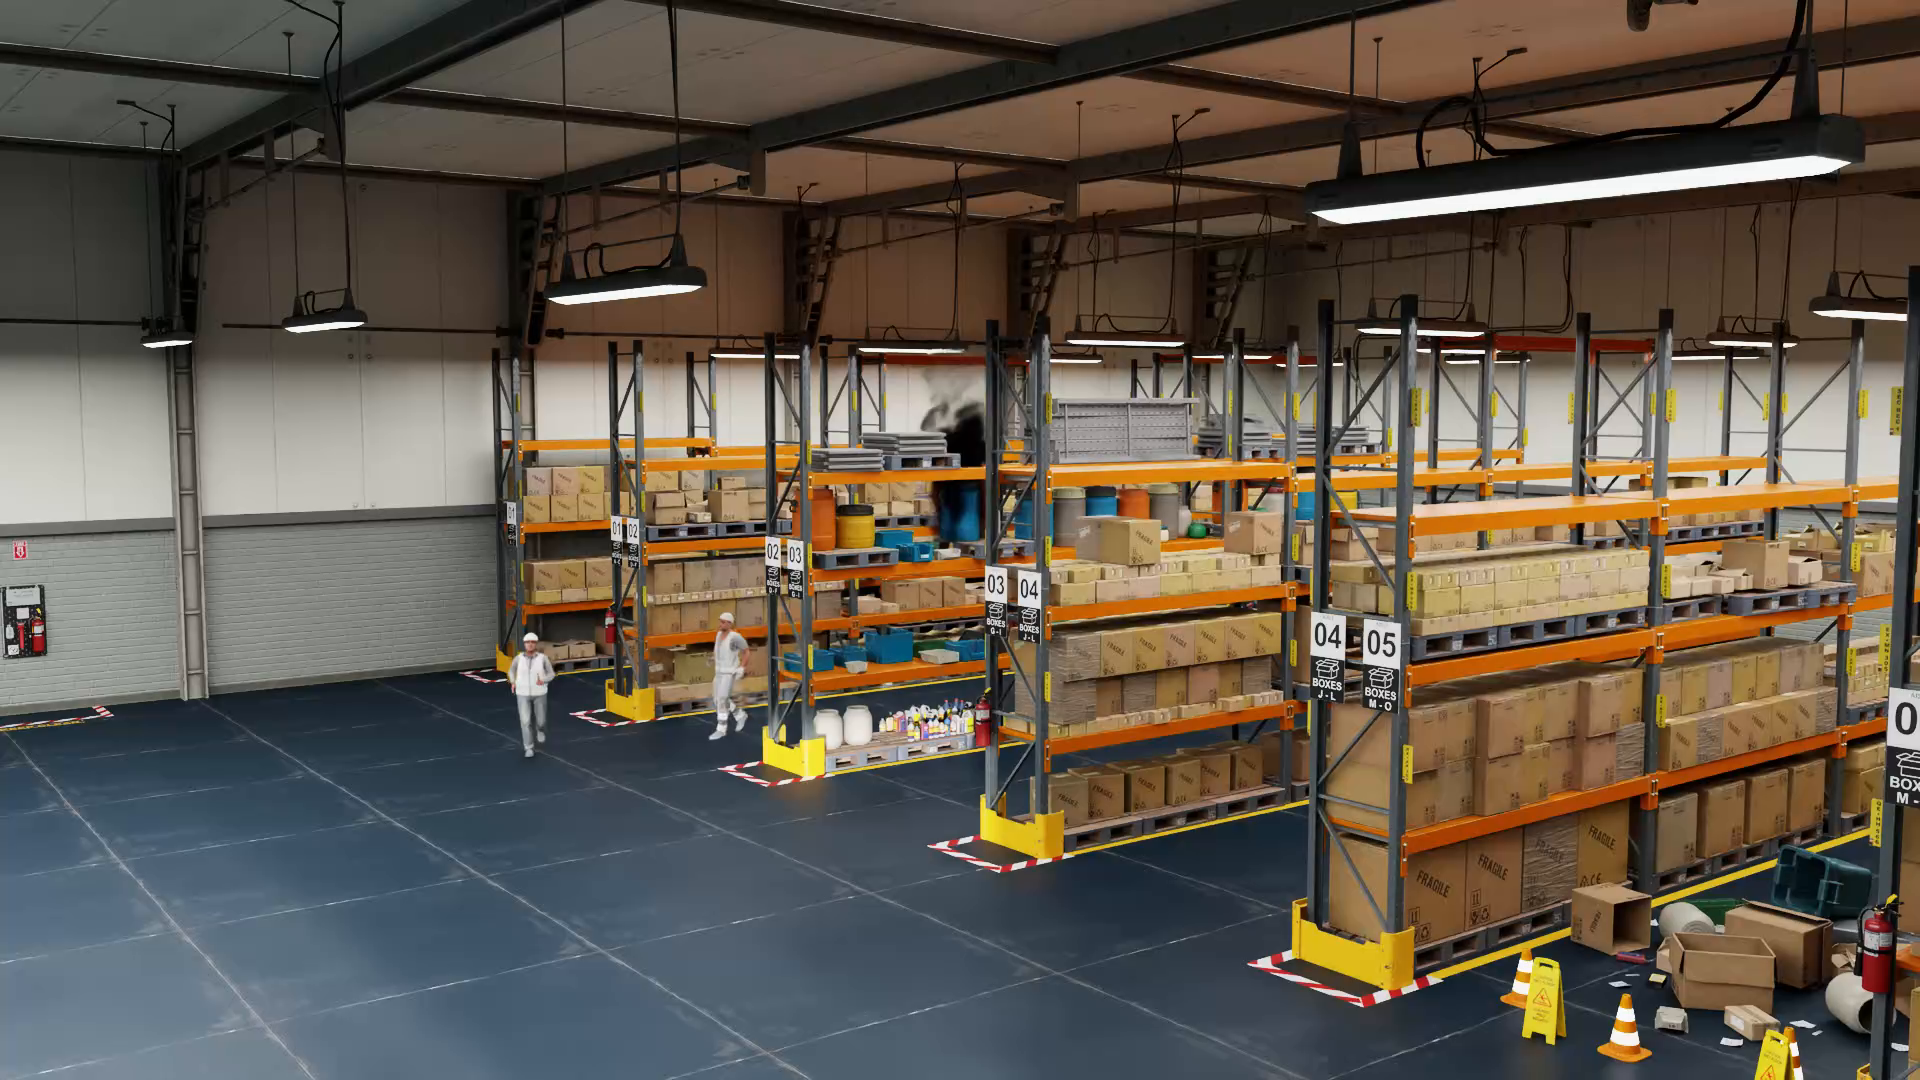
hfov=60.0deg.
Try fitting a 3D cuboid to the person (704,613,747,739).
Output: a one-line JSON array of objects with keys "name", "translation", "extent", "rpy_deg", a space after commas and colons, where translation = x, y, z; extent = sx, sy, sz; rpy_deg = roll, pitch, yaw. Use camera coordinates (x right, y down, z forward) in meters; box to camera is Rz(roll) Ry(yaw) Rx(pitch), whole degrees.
[{"name": "person", "translation": [-3.357, 1.924, 23.733], "extent": [0.604, 1.772, 0.696], "rpy_deg": [-5, 7, -42]}]

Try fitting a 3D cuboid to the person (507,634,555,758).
[{"name": "person", "translation": [-6.146, 2.209, 23.830], "extent": [0.678, 1.737, 0.795], "rpy_deg": [-1, 5, -10]}]
